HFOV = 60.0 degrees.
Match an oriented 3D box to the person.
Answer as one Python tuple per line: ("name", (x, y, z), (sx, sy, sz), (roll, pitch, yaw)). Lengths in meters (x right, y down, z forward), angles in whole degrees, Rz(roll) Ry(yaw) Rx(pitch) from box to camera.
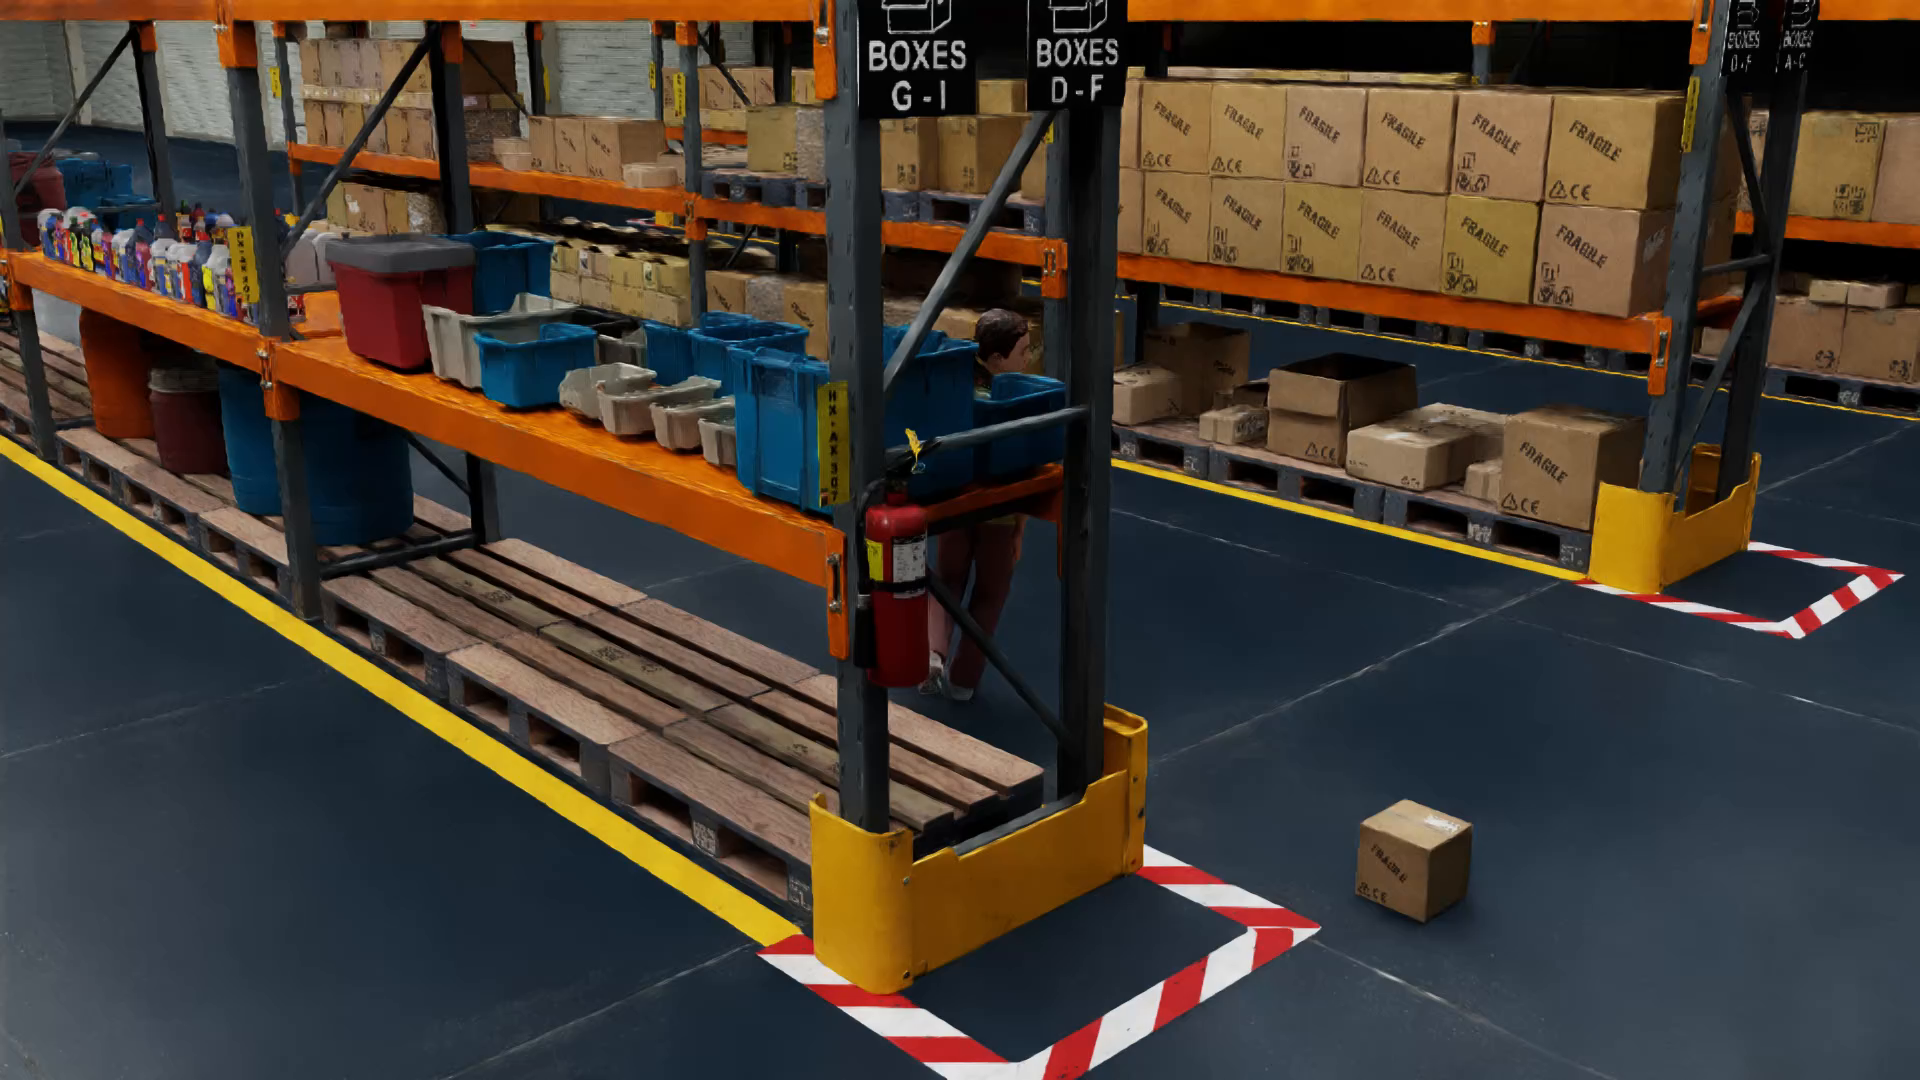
("person", (0.097, -0.104, 6.446), (0.524, 1.632, 0.632), (7, 19, 22))
